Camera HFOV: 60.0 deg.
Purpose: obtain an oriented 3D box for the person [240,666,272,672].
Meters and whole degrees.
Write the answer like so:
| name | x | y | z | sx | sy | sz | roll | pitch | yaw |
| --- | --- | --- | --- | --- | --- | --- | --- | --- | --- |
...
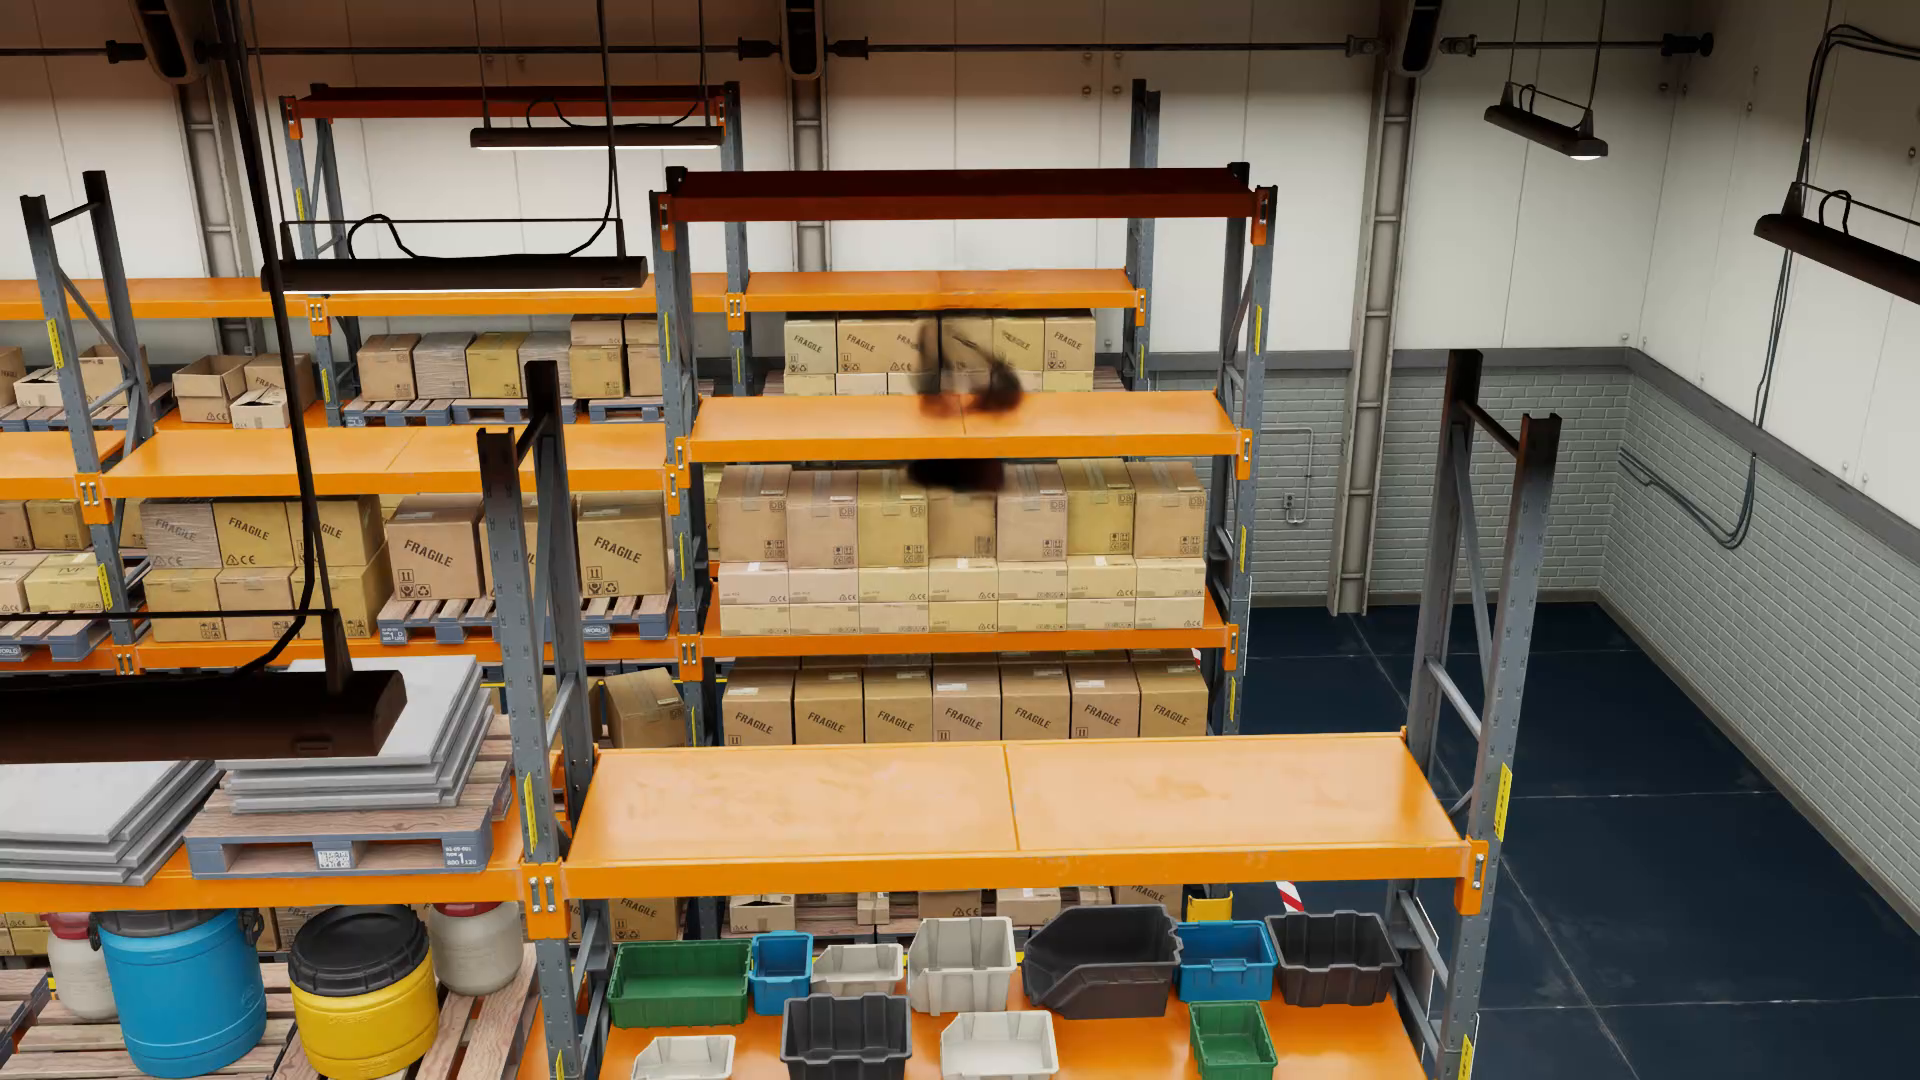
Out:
| name | x | y | z | sx | sy | sz | roll | pitch | yaw |
| --- | --- | --- | --- | --- | --- | --- | --- | --- | --- |
| person | -5.970 | 1.746 | 14.490 | 0.948 | 1.732 | 0.645 | -6 | 23 | -13 |
